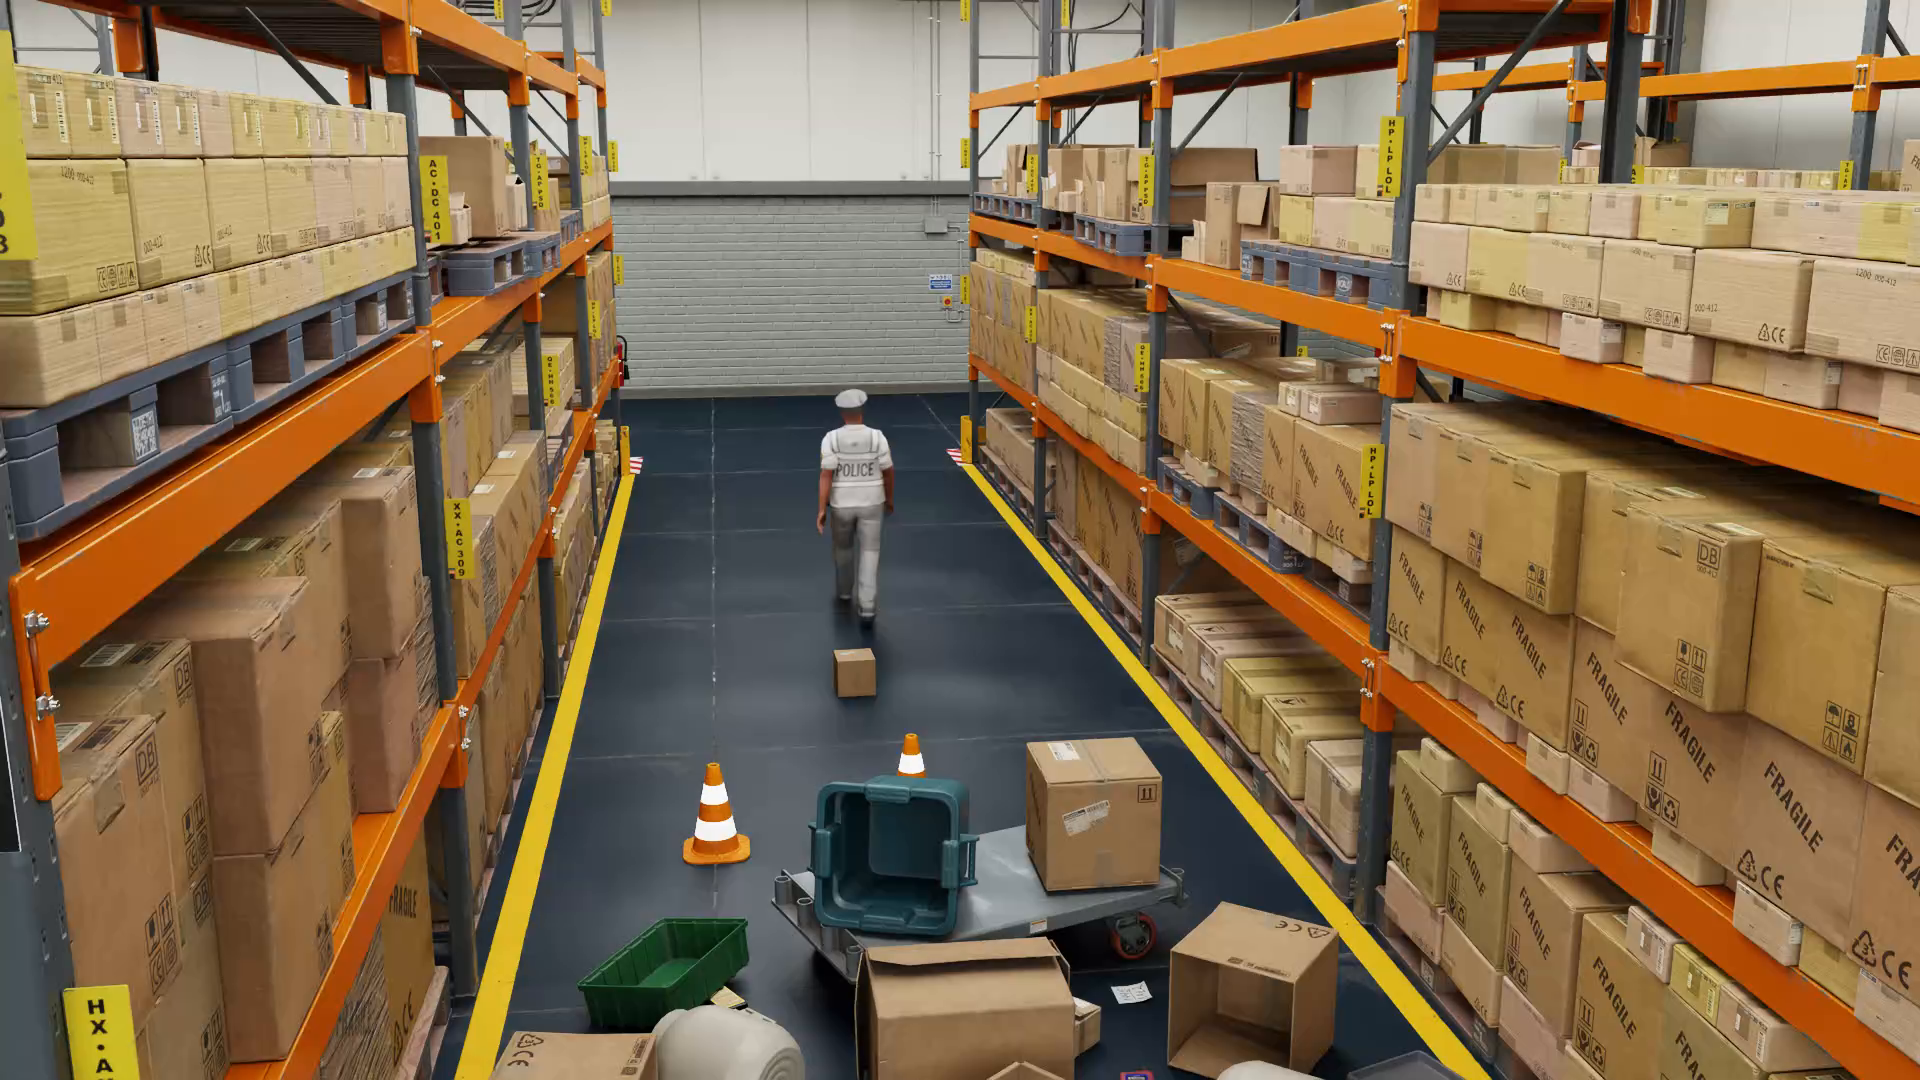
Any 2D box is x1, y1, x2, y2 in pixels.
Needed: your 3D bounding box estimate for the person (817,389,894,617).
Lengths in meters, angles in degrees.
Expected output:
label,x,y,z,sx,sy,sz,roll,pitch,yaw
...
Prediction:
label,x,y,z,sx,sy,sz,roll,pitch,yaw
person,-0.789,-0.314,12.752,0.573,1.711,1.077,0,13,1
